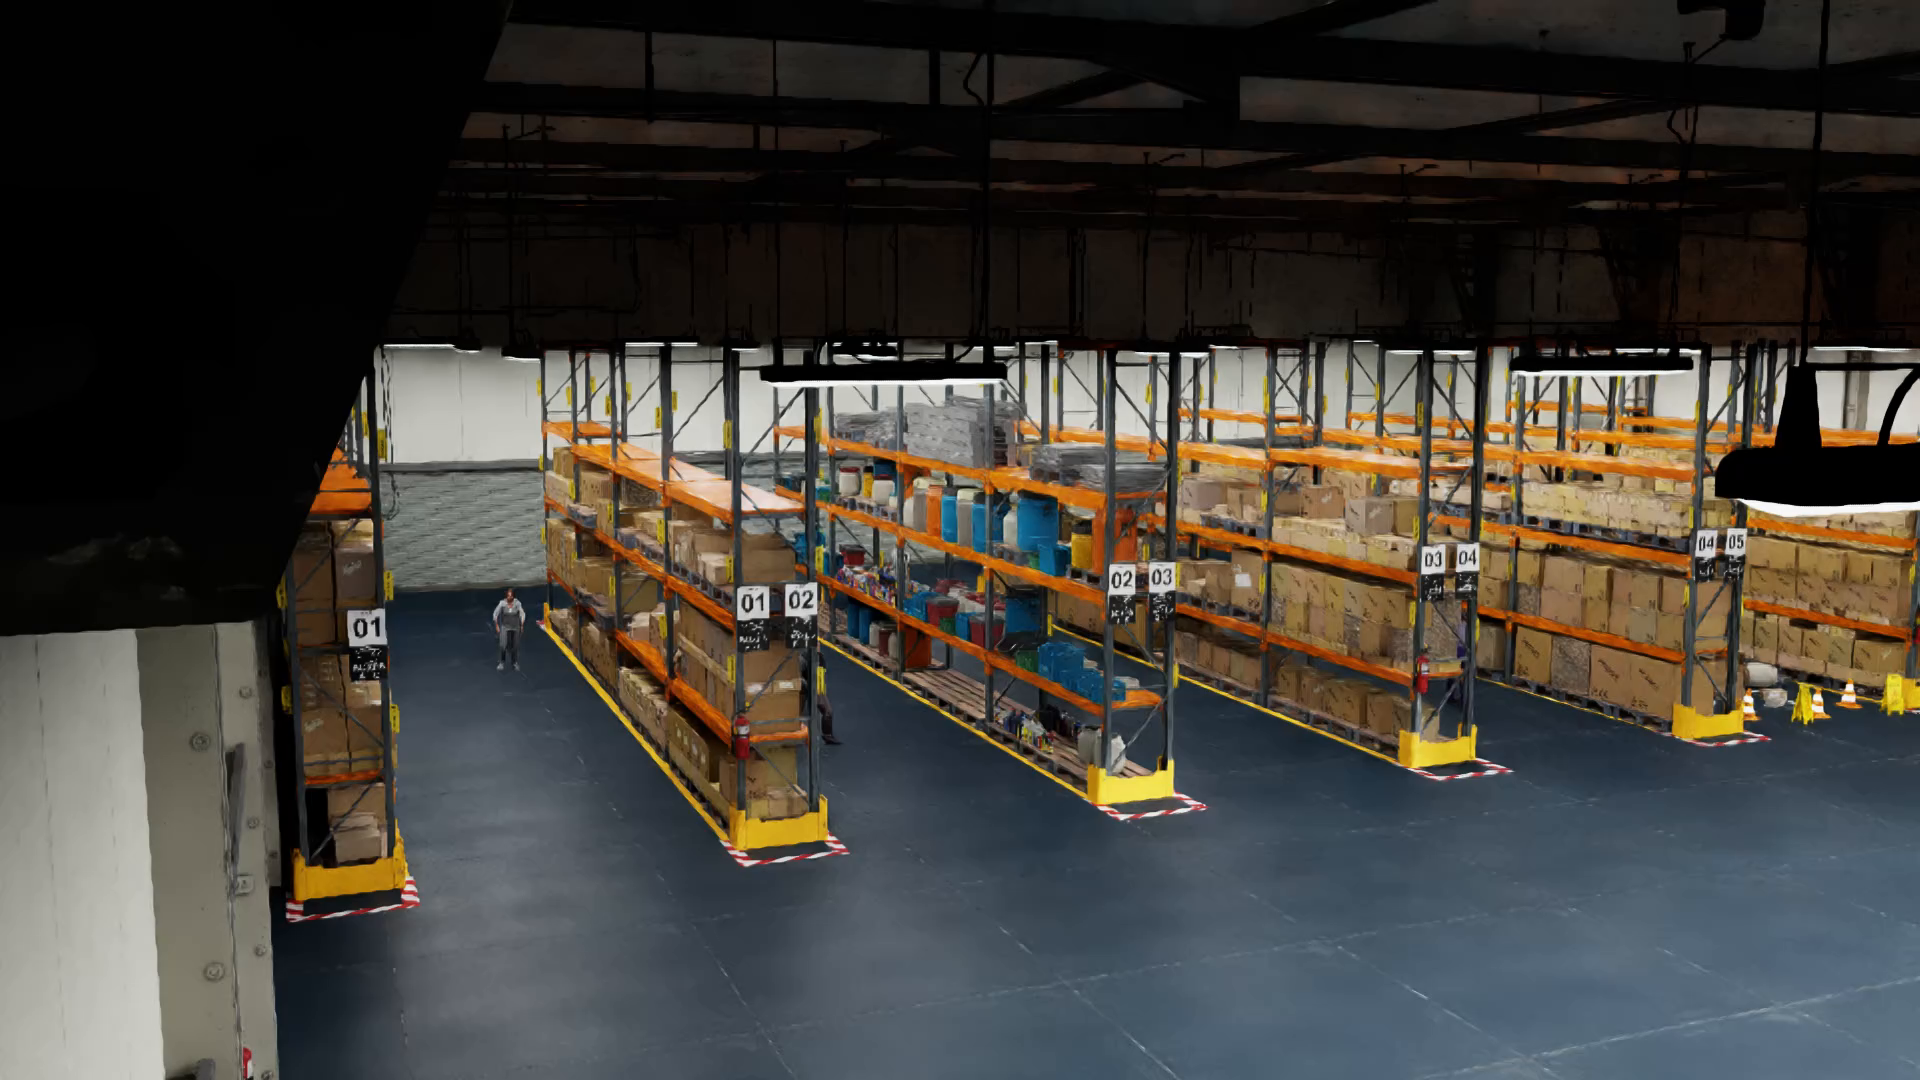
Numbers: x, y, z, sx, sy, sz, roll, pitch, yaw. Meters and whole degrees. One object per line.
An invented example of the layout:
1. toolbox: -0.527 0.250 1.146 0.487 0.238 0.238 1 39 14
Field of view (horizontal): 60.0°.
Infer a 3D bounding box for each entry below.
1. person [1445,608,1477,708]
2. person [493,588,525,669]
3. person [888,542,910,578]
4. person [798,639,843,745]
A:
1. person: 8.302 1.940 27.523 0.530 1.639 0.430 6 9 38
2. person: -8.257 1.620 30.462 0.566 1.541 0.519 -3 8 -23
3. person: -1.329 0.753 36.756 0.482 1.579 1.082 -3 8 -24
4. person: -2.254 2.263 24.978 0.683 1.662 0.837 -6 9 -38
